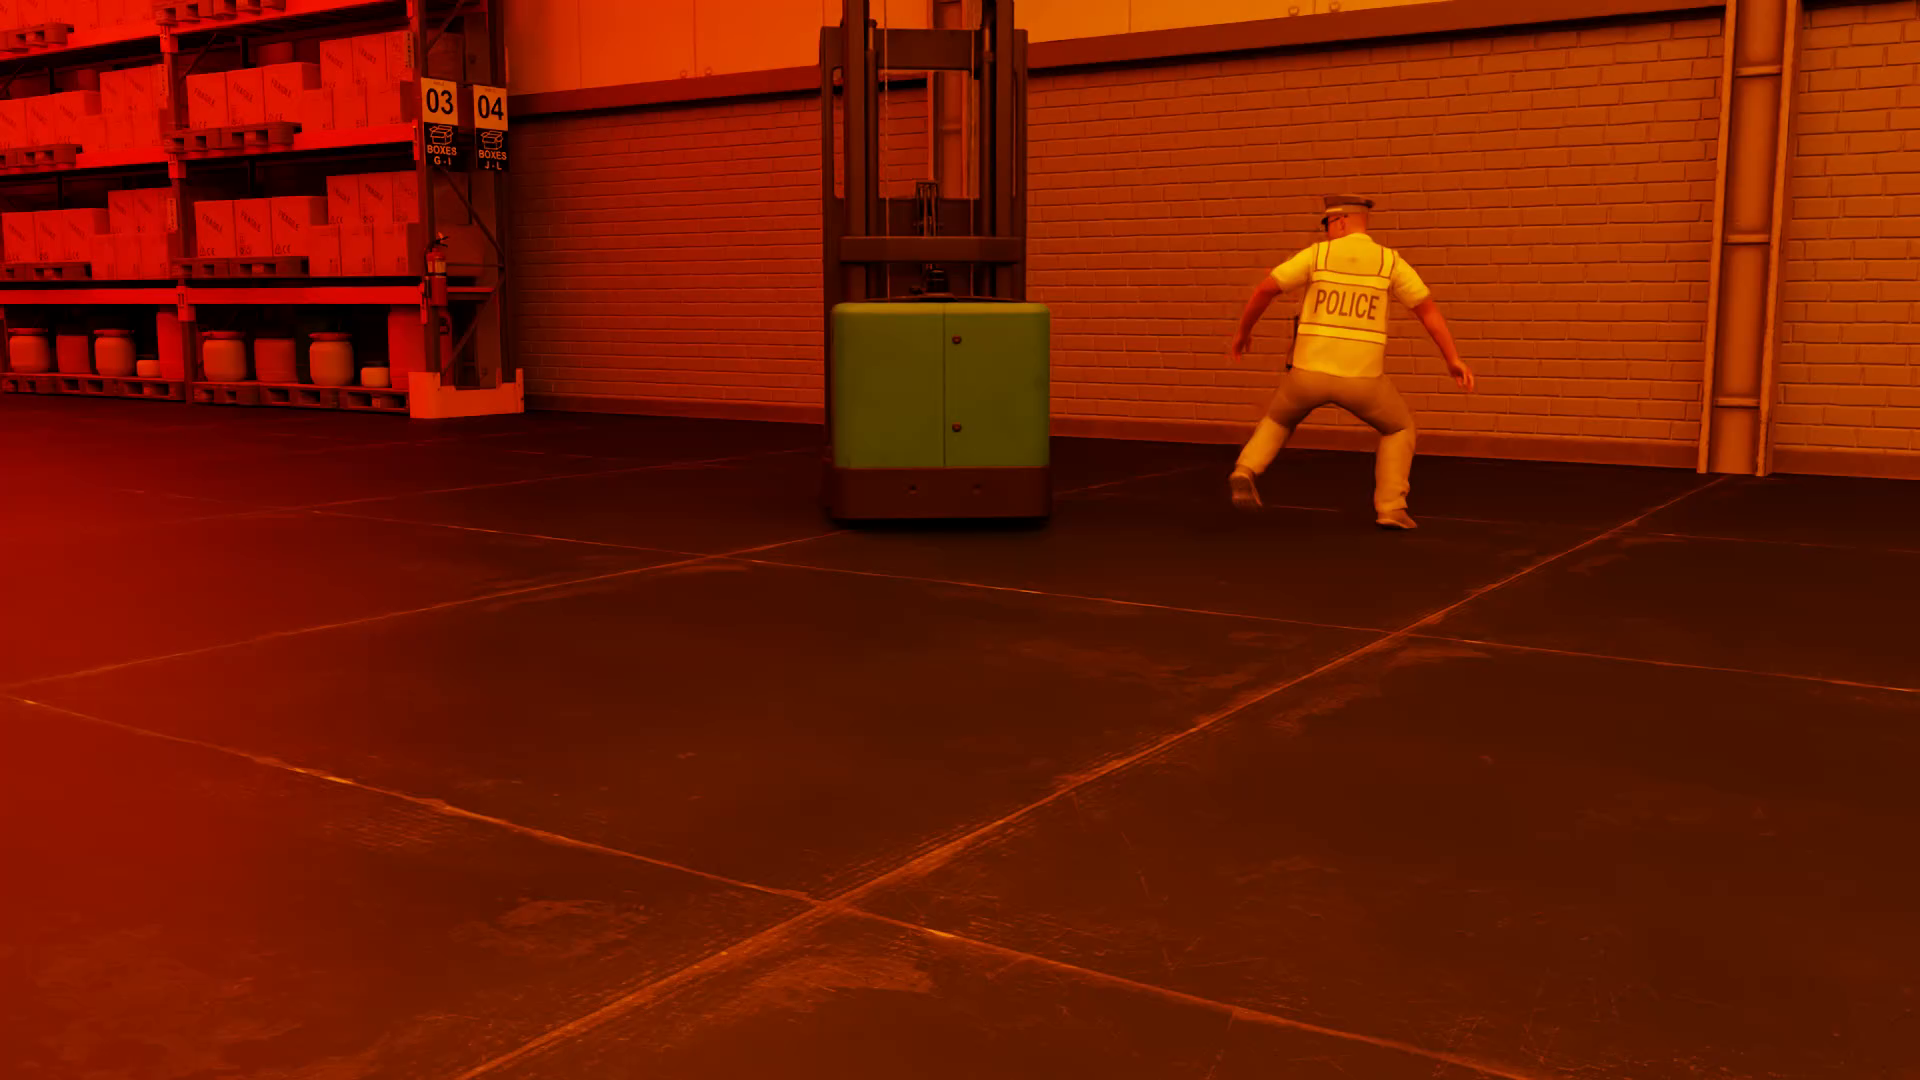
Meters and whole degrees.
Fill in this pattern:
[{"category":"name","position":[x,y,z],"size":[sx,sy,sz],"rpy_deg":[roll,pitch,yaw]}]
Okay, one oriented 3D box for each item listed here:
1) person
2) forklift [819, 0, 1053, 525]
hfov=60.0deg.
[{"category":"person","position":[1.861,-0.825,7.944],"size":[1.141,1.641,0.510],"rpy_deg":[2,8,16]},{"category":"forklift","position":[-0.212,-1.694,9.109],"size":[1.130,2.935,3.031],"rpy_deg":[-1,8,-5]}]
